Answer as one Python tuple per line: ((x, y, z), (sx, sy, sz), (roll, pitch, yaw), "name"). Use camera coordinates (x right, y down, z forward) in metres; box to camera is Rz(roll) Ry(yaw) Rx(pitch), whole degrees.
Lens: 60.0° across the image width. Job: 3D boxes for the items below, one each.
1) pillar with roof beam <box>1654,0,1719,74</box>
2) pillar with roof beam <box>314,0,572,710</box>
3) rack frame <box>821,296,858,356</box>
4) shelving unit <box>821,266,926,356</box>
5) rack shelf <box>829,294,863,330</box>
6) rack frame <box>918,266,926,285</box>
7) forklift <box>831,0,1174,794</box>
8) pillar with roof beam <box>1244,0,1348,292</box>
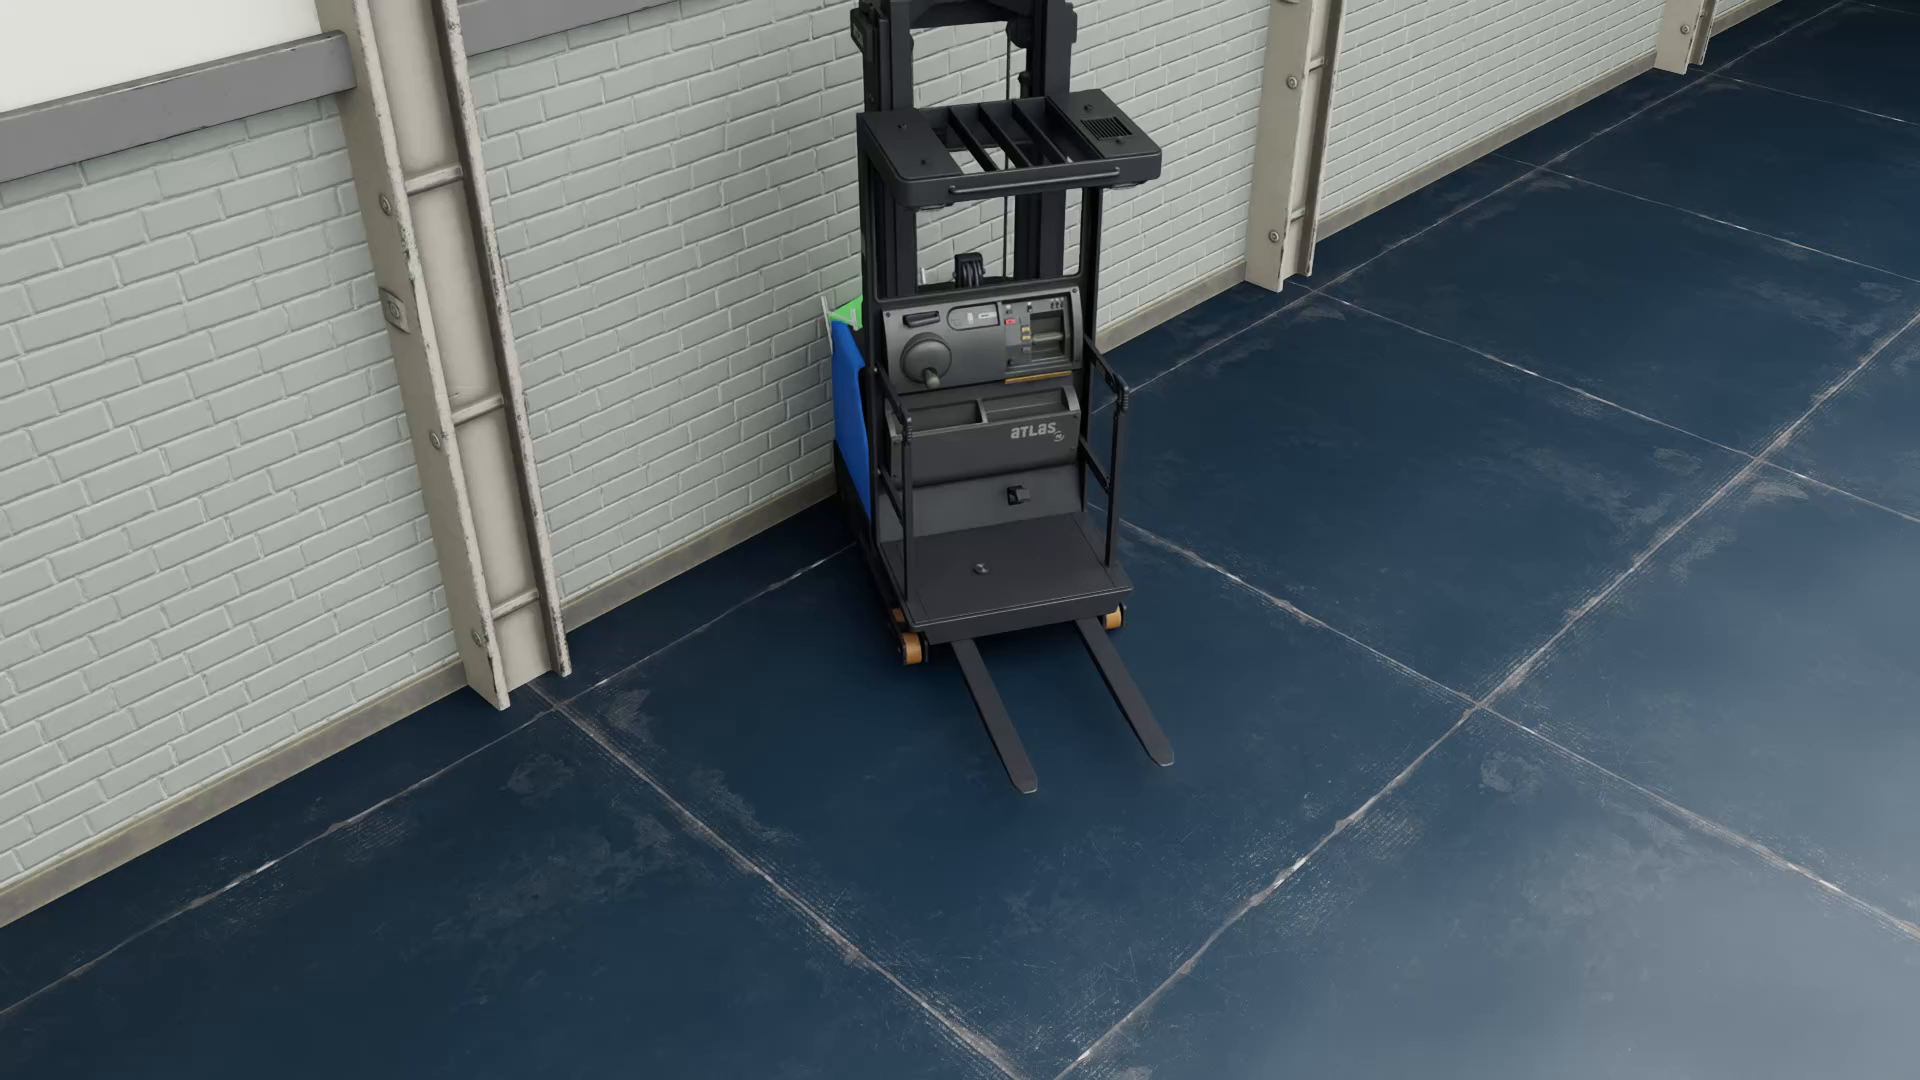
((9.434, -6.186, 9.744), (9.100, 9.000, 0.400), (30, 45, 35), "pillar with roof beam")
((0.979, -1.315, 2.759), (9.100, 9.000, 0.400), (30, 45, 35), "pillar with roof beam")
((-0.545, -0.725, 8.731), (0.240, 1.200, 0.015), (27, 50, 37), "rack frame")
((-0.377, -0.849, 8.857), (0.258, 1.200, 0.503), (27, 50, 37), "shelving unit")
((-0.426, -1.174, 8.601), (0.258, 0.148, 0.480), (27, 50, 37), "rack shelf")
((-0.209, -0.974, 8.983), (0.240, 1.200, 0.015), (27, 50, 37), "rack frame")
((0.169, -0.859, 7.411), (1.130, 2.935, 3.031), (-9, 36, -13), "forklift")
((5.207, -3.750, 6.252), (9.100, 9.000, 0.400), (30, 45, 35), "pillar with roof beam")
